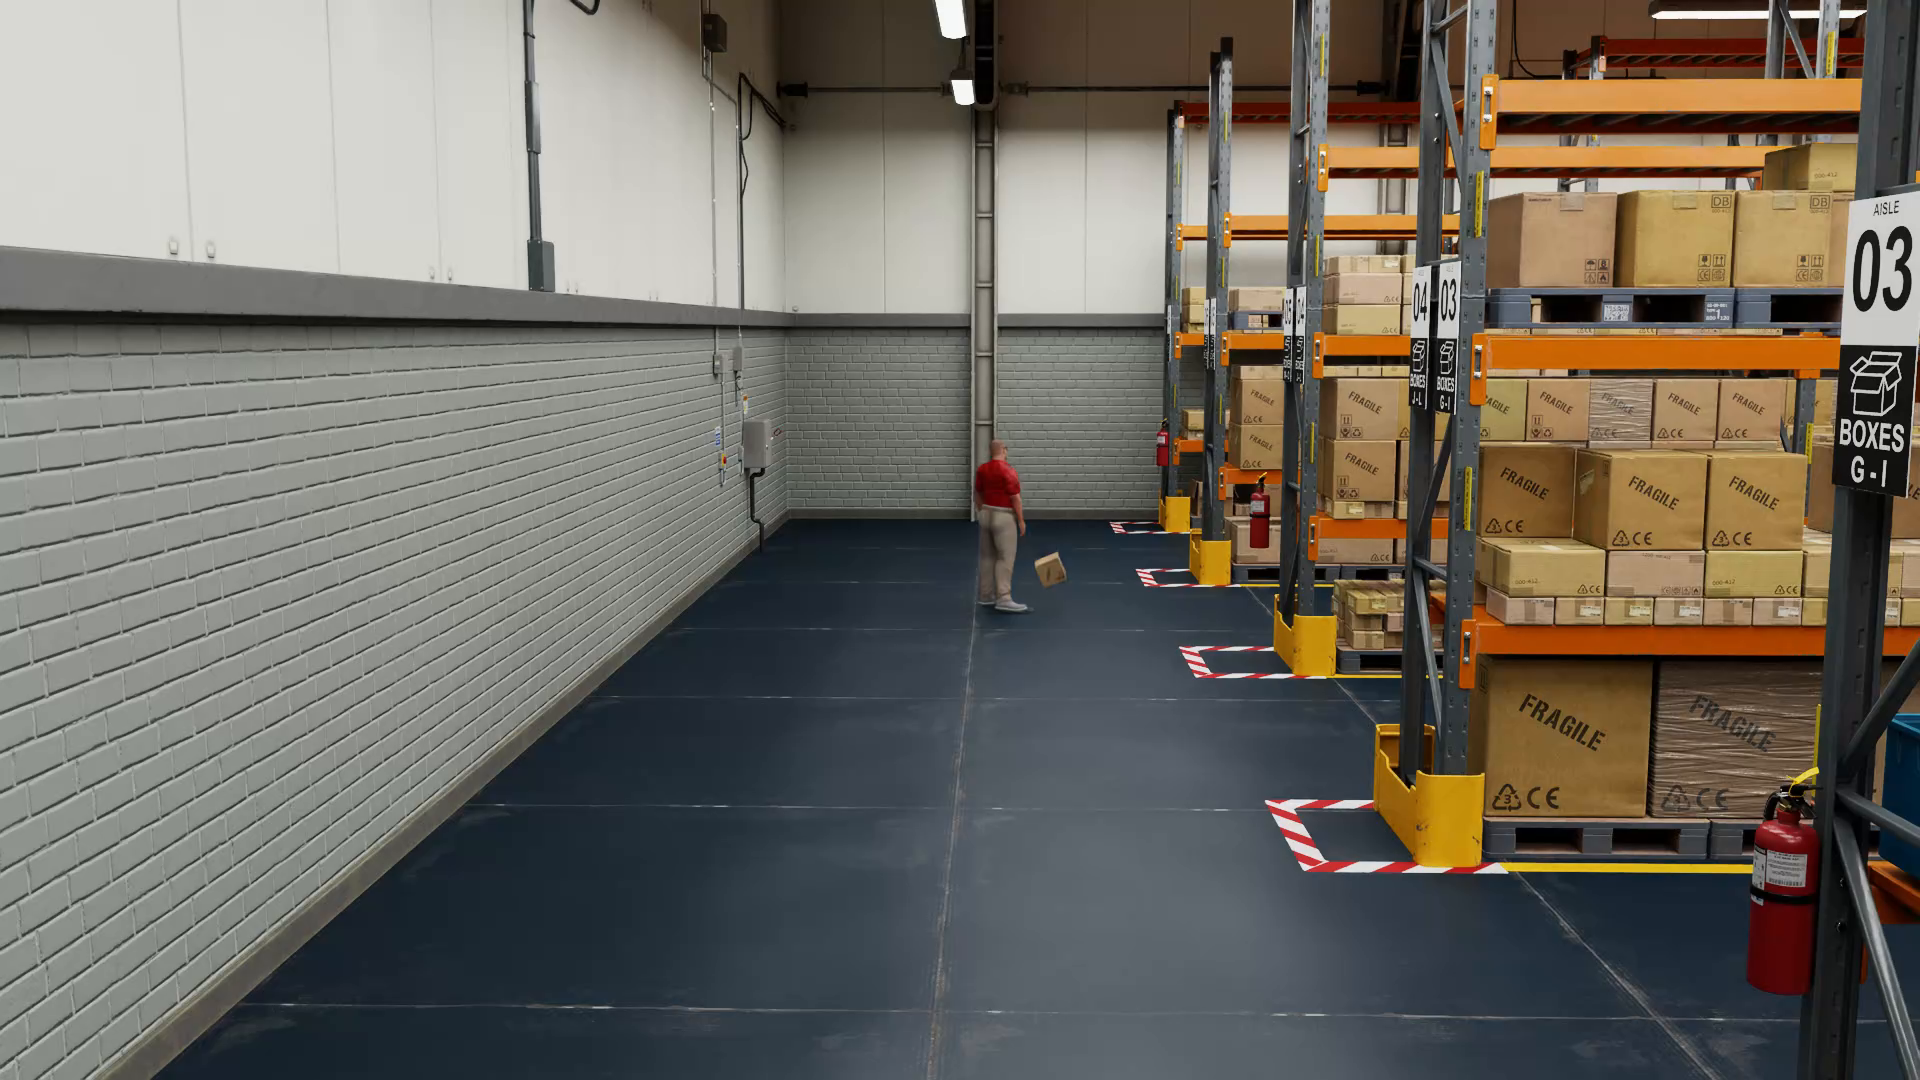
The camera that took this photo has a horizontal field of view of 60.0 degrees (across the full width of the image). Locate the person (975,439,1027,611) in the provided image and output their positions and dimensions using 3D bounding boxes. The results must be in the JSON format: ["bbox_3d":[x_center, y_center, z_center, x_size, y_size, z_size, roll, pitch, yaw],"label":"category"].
[{"bbox_3d":[0.416,-0.167,16.986,0.649,1.736,0.385,7,10,44],"label":"person"}]
